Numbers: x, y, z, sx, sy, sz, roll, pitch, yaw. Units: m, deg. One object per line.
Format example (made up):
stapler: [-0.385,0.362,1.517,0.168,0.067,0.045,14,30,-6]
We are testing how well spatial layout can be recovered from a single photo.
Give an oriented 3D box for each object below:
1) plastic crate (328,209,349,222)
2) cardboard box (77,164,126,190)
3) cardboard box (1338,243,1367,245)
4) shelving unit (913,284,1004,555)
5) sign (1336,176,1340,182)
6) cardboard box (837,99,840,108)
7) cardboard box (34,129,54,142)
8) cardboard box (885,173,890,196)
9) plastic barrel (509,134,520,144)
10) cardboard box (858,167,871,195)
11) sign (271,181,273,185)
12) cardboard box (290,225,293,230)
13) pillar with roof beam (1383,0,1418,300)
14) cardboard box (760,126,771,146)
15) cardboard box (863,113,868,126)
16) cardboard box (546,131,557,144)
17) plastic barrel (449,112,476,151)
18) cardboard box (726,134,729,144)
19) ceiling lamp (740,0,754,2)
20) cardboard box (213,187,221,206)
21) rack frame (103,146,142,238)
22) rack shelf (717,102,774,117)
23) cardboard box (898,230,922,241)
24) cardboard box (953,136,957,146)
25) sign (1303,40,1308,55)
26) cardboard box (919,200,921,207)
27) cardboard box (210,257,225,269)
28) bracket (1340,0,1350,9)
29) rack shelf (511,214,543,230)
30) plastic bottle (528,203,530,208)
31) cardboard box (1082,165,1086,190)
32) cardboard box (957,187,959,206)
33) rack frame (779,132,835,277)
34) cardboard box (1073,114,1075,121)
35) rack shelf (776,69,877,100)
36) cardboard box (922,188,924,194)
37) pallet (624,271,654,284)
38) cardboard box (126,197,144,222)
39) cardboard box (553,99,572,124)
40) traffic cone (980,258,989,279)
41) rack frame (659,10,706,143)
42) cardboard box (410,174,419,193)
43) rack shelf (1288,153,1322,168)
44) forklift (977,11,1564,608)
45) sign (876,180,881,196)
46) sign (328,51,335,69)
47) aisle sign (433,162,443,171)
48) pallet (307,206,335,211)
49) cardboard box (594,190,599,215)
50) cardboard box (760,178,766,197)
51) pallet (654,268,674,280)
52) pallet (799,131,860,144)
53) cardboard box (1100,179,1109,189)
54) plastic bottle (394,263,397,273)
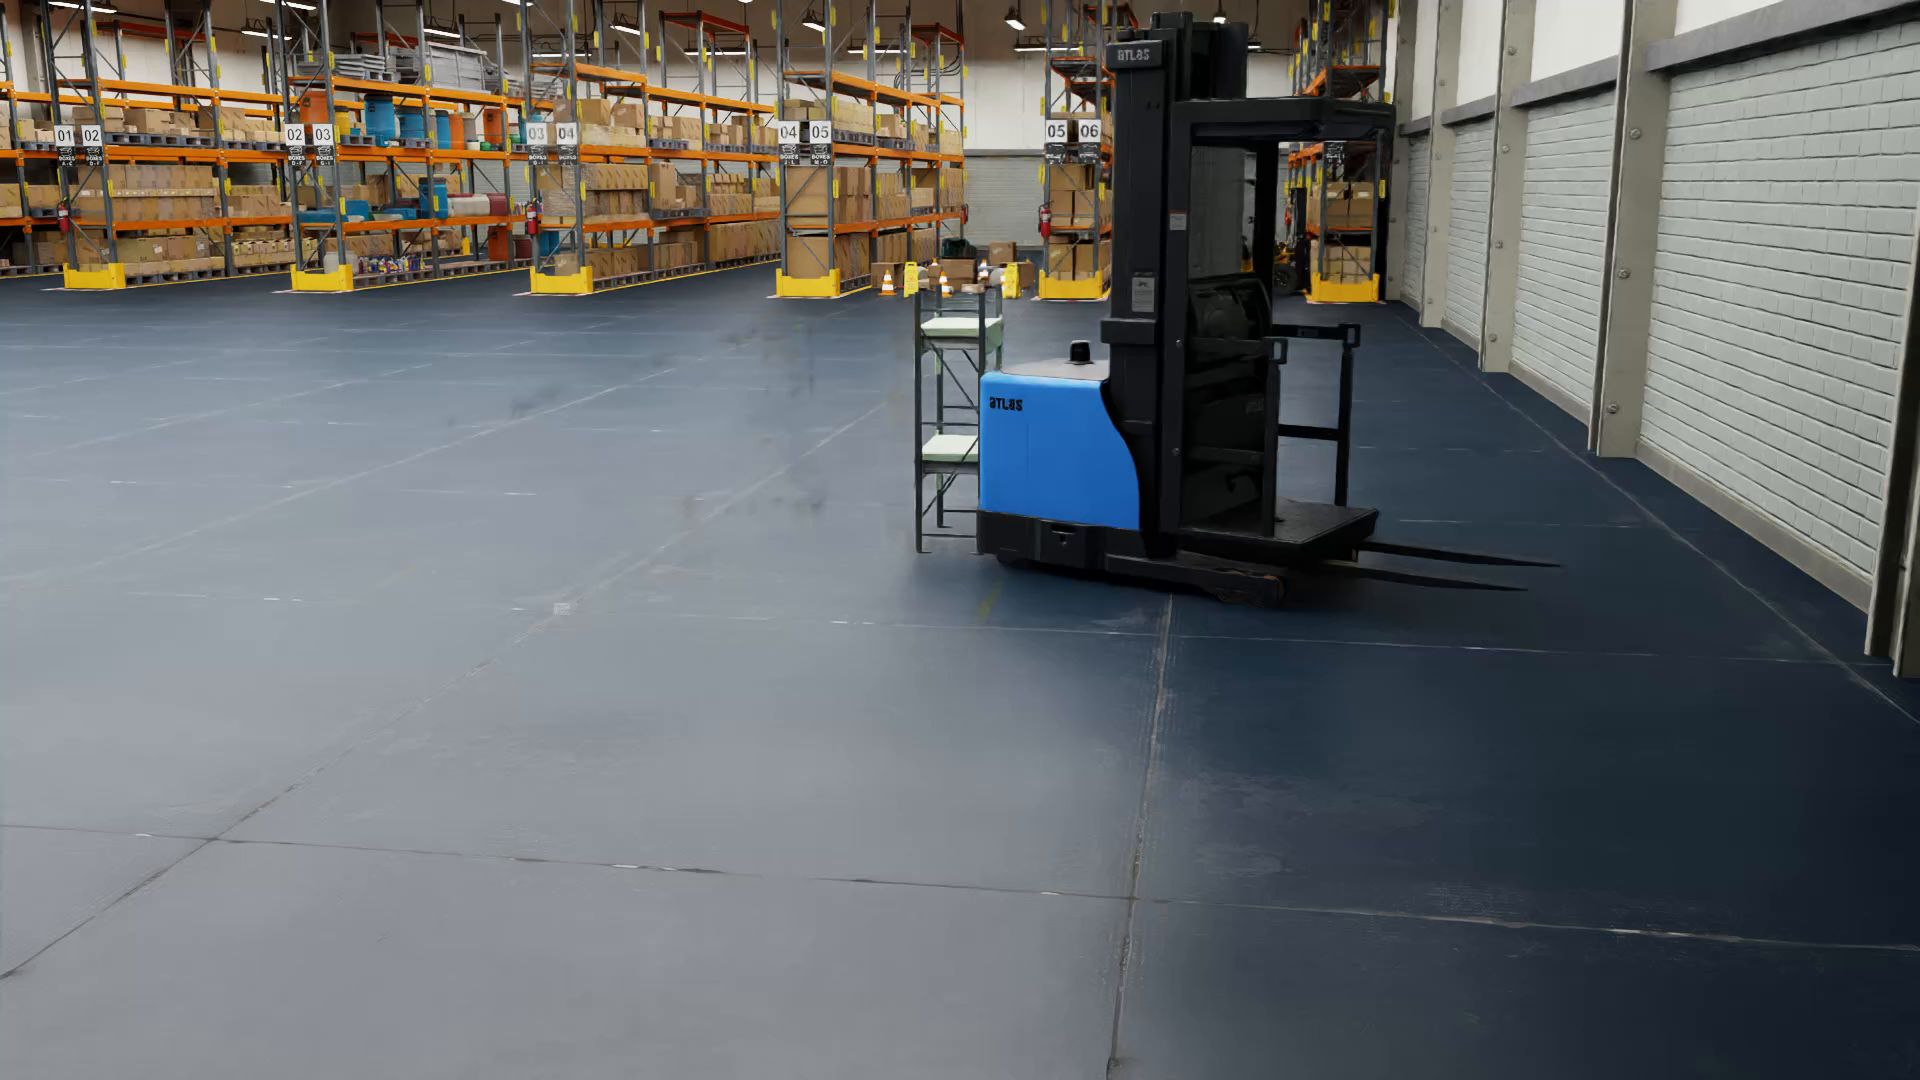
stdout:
plastic crate: [-12.755,-6.604,33.871,0.499,0.251,0.408,2,12,9]
cardboard box: [-17.443,-7.380,33.801,0.700,0.500,0.500,2,12,9]
cardboard box: [7.371,-5.438,31.263,0.500,0.250,0.500,2,12,8]
shelving unit: [-0.001,-0.732,9.829,0.431,1.500,0.755,2,12,9]
sign: [9.344,-8.833,41.112,0.100,0.325,0.005,2,12,9]
cardboard box: [-2.457,-8.185,31.200,0.380,0.149,0.250,2,12,9]
cardboard box: [-21.558,-9.449,38.813,0.500,0.311,0.500,2,12,10]
cardboard box: [-1.942,-7.877,36.813,0.700,0.500,0.500,2,12,8]
plastic barrel: [-11.021,-9.902,41.073,0.294,0.245,0.294,0,12,0]
cardboard box: [-2.308,-7.326,33.946,0.875,0.550,0.550,2,12,9]
sign: [-20.518,-10.561,49.634,0.100,0.325,0.005,2,12,9]
cardboard box: [-19.819,-9.198,48.953,0.380,0.149,0.250,2,12,8]
pillar with roof beam: [3.693,-8.974,30.275,9.100,9.000,0.400,2,12,9]
cardboard box: [-5.533,-10.916,44.933,0.700,0.500,0.500,2,12,11]
cardboard box: [-2.147,-8.495,33.587,0.500,0.250,0.500,2,12,8]
cardboard box: [-7.925,-7.769,32.159,0.500,0.250,0.500,2,12,10]
plastic barrel: [-11.752,-9.641,39.298,0.600,0.901,0.600,0,12,0]
cardboard box: [-6.160,-10.168,42.150,0.500,0.311,0.500,1,12,7]
ceiling lamp: [-4.430,-12.769,34.028,0.800,3.185,2.000,2,12,9]
cardboard box: [-20.407,-9.347,45.253,0.500,0.500,0.500,2,12,8]
rack frame: [-21.201,-8.414,41.917,1.000,3.000,0.127,2,12,9]
rack shelf: [-5.595,-11.567,44.964,1.077,0.370,4.000,2,12,9]
cardboard box: [-1.209,-7.342,40.099,0.500,0.250,0.500,2,12,8]
cardboard box: [-0.380,-10.737,44.742,0.500,0.250,0.500,2,12,9]
sign: [7.642,-10.895,36.784,0.100,0.325,0.005,2,12,9]
cardboard box: [-1.162,-8.196,40.505,0.380,0.149,0.250,2,12,9]
cardboard box: [-16.776,-6.179,37.077,0.500,0.250,0.500,2,12,9]
bracket: [9.378,-13.017,40.492,0.235,0.232,0.430,2,12,9]
rack shelf: [-11.104,-8.158,42.435,1.077,0.370,4.000,2,12,9]
plastic bottle: [-10.839,-8.326,41.811,0.097,0.271,0.097,0,12,0]
cardboard box: [1.992,-6.848,31.332,0.700,0.500,0.500,2,12,9]
cardboard box: [-0.301,-9.402,45.556,0.500,0.500,0.500,2,12,8]
rack frame: [-2.862,-6.086,31.112,1.000,3.000,0.127,2,12,9]
cardboard box: [1.993,-7.917,31.193,0.380,0.149,0.250,2,12,9]
rack shelf: [-2.555,-8.888,32.530,1.077,0.370,4.000,2,12,9]
cardboard box: [-1.087,-8.596,40.947,0.380,0.149,0.250,1,12,6]
pallet: [-7.201,-5.596,35.459,1.003,0.211,1.213,2,12,9]
cardboard box: [-17.375,-6.844,34.395,0.700,0.500,0.500,2,12,10]
cardboard box: [-7.759,-8.503,33.080,0.500,0.500,0.500,2,12,9]
traffic cone: [0.523,-5.935,36.435,0.336,0.463,0.334,2,12,9]
rack frame: [-6.517,-10.865,39.051,1.000,3.000,0.127,2,12,9]
cardboard box: [-15.261,-9.821,45.835,0.500,0.500,0.500,1,12,7]
rack shelf: [9.103,-9.815,43.006,1.077,0.370,4.000,2,12,9]
forklift: [1.601,-1.215,8.675,3.031,2.935,1.130,8,15,33]
sign: [-1.699,-7.363,34.794,0.100,0.325,0.005,2,12,9]
sign: [-12.099,-9.240,32.003,0.100,0.325,0.005,2,12,9]
aisle sign: [-15.355,-11.214,48.739,0.394,0.787,0.004,2,12,9]
pallet: [-16.270,-8.304,41.861,1.213,0.211,1.003,2,12,9]
cardboard box: [-7.678,-6.683,32.942,0.875,0.500,0.500,2,12,9]
cardboard box: [-5.493,-9.398,44.351,0.500,0.500,0.500,2,12,9]
pallet: [-7.014,-5.899,36.865,1.003,0.211,1.213,2,12,9]
pallet: [-2.573,-7.918,32.705,1.003,0.211,1.213,2,12,9]
cardboard box: [3.015,-7.267,34.653,0.500,0.500,0.500,2,12,10]
plastic bottle: [-11.972,-5.755,35.176,0.097,0.201,0.097,0,12,0]
